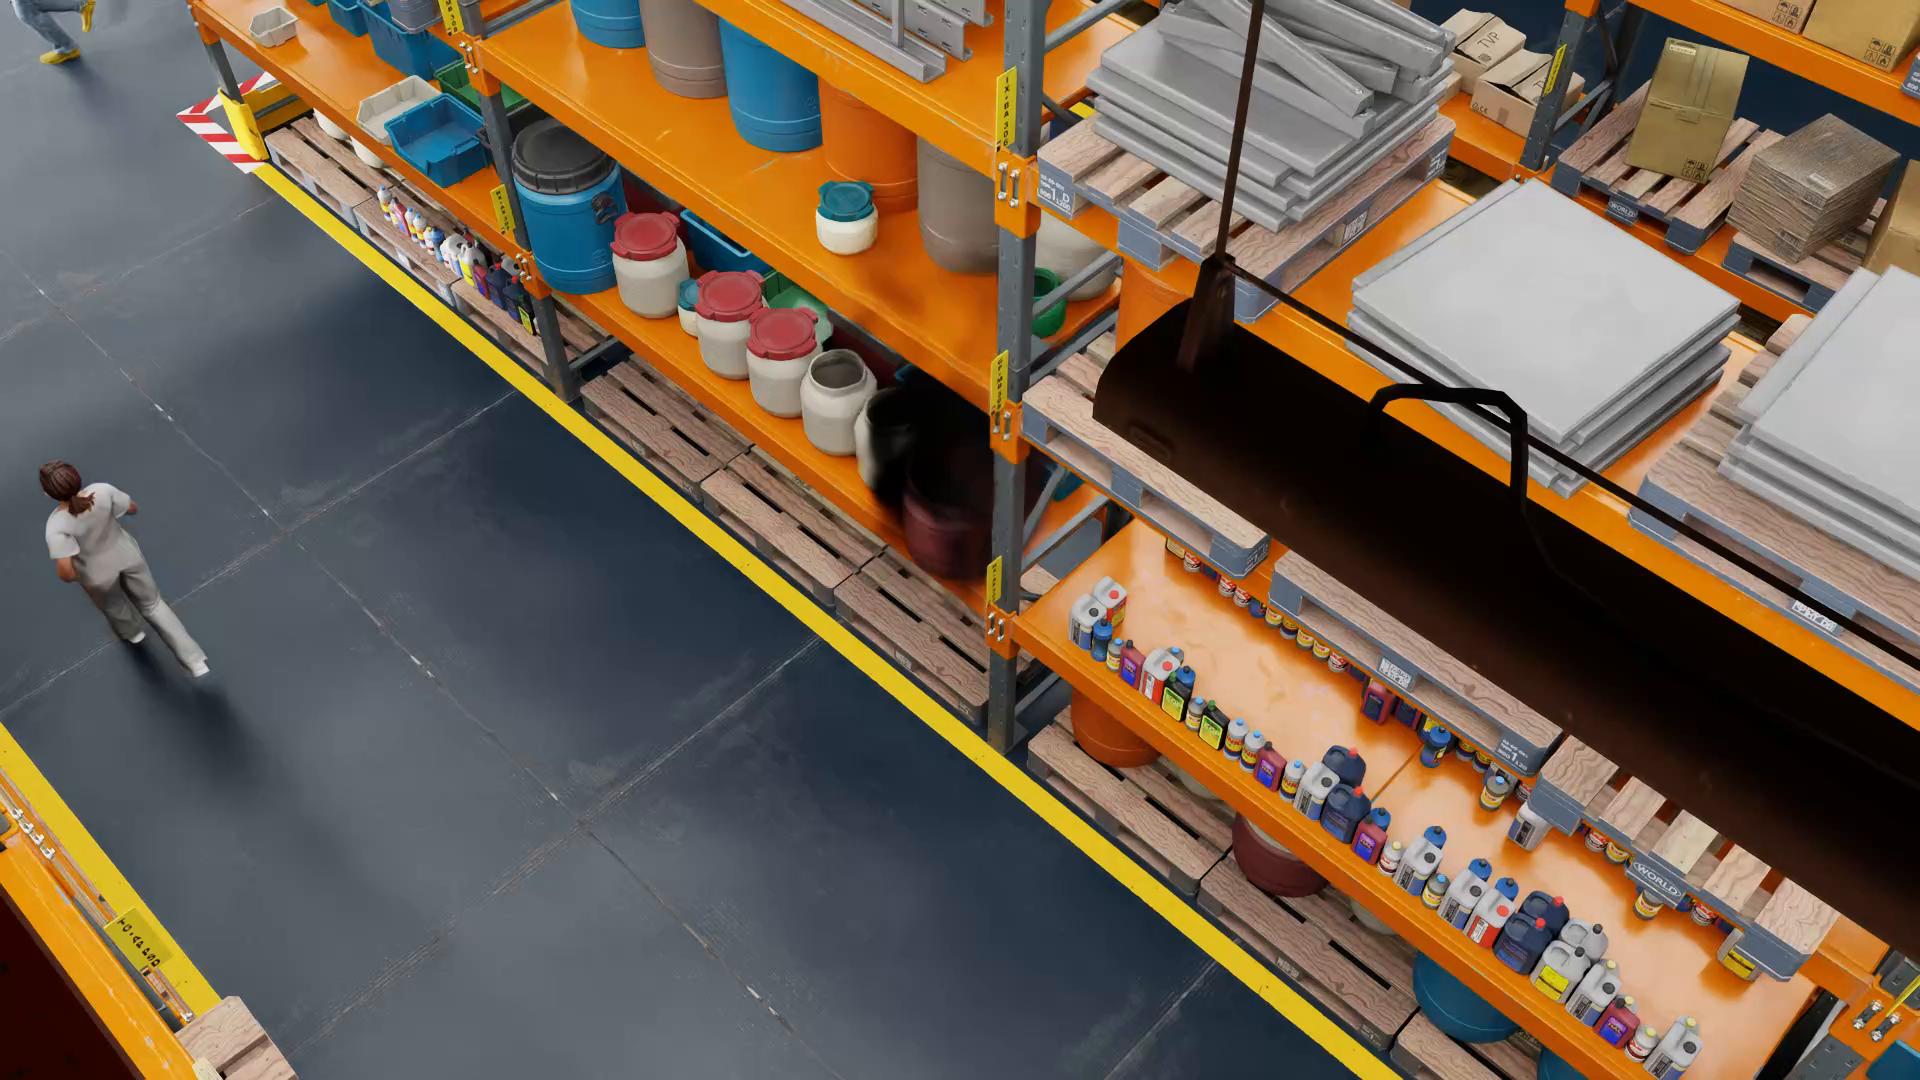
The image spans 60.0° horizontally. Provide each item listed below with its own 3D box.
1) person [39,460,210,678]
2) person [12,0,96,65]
[{"bbox_3d":[-4.660,0.155,9.138,0.951,1.672,0.565,32,57,24],"label":"person"},{"bbox_3d":[-7.300,-4.544,13.090,0.594,1.728,0.703,-16,52,-13],"label":"person"}]
